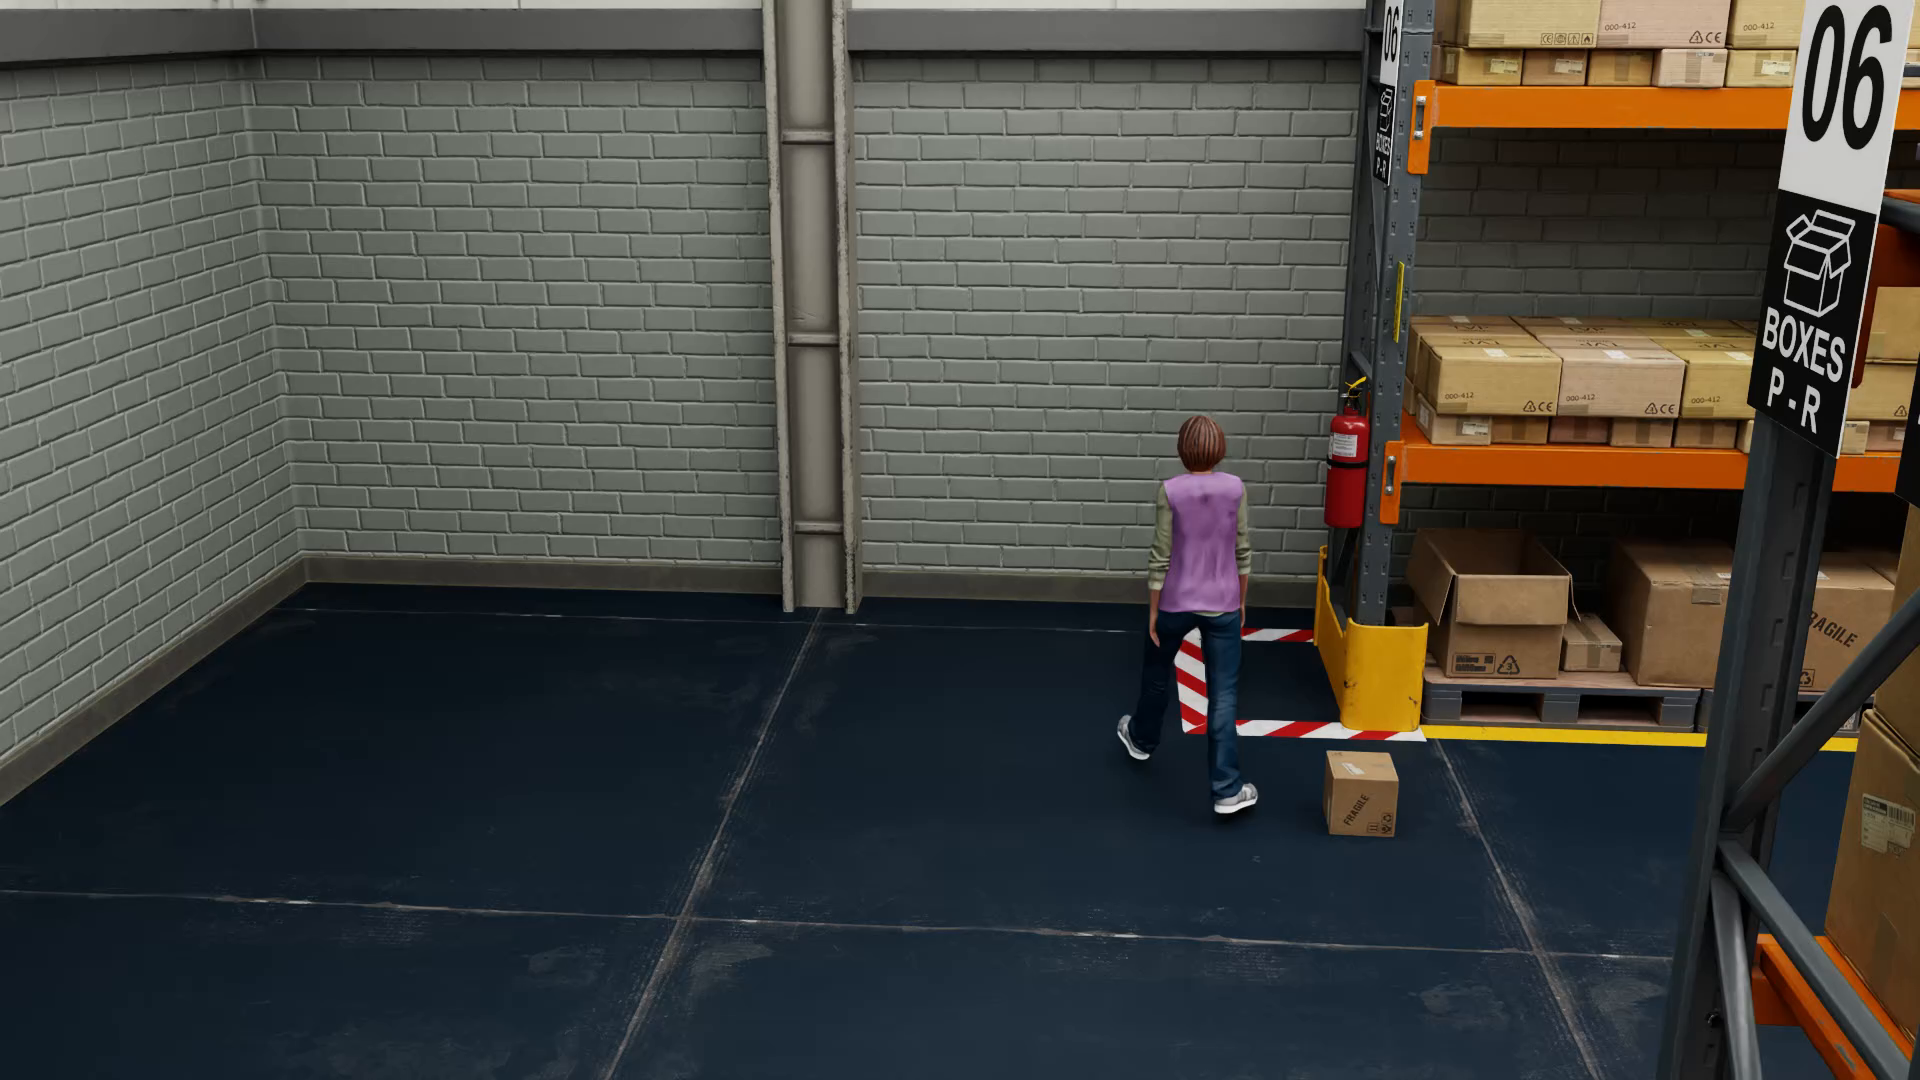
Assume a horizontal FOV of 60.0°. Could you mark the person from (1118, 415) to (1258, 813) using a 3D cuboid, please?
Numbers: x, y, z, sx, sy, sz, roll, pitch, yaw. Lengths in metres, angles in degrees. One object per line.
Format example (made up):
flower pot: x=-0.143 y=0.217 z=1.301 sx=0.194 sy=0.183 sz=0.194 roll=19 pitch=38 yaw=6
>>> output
person: x=0.951 y=0.259 z=6.758 sx=0.520 sy=1.552 sz=0.834 roll=0 pitch=18 yaw=0
